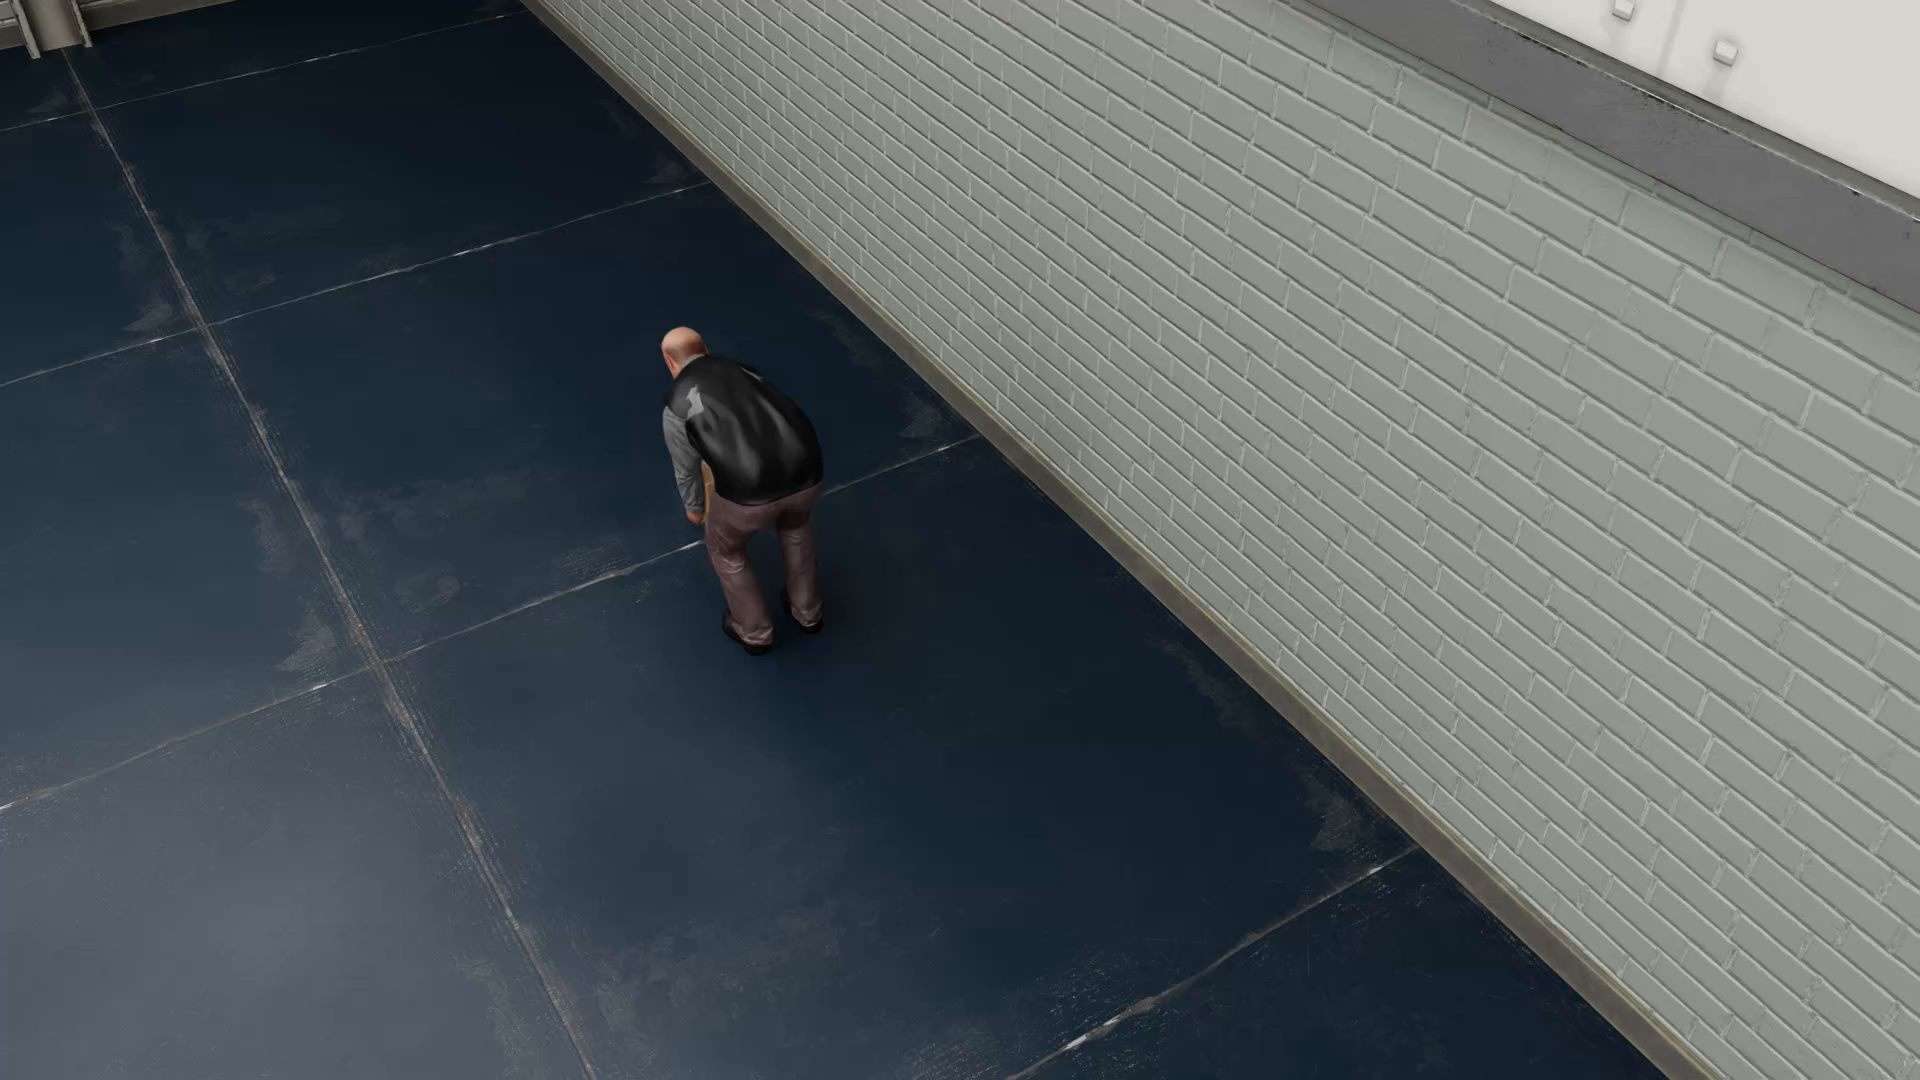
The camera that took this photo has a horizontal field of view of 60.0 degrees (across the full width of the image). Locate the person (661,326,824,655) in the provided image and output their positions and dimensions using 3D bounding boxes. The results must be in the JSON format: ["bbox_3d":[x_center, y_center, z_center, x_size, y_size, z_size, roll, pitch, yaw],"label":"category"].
[{"bbox_3d":[-0.912,-0.198,6.834,0.464,1.172,0.948,-23,46,-25],"label":"person"}]
